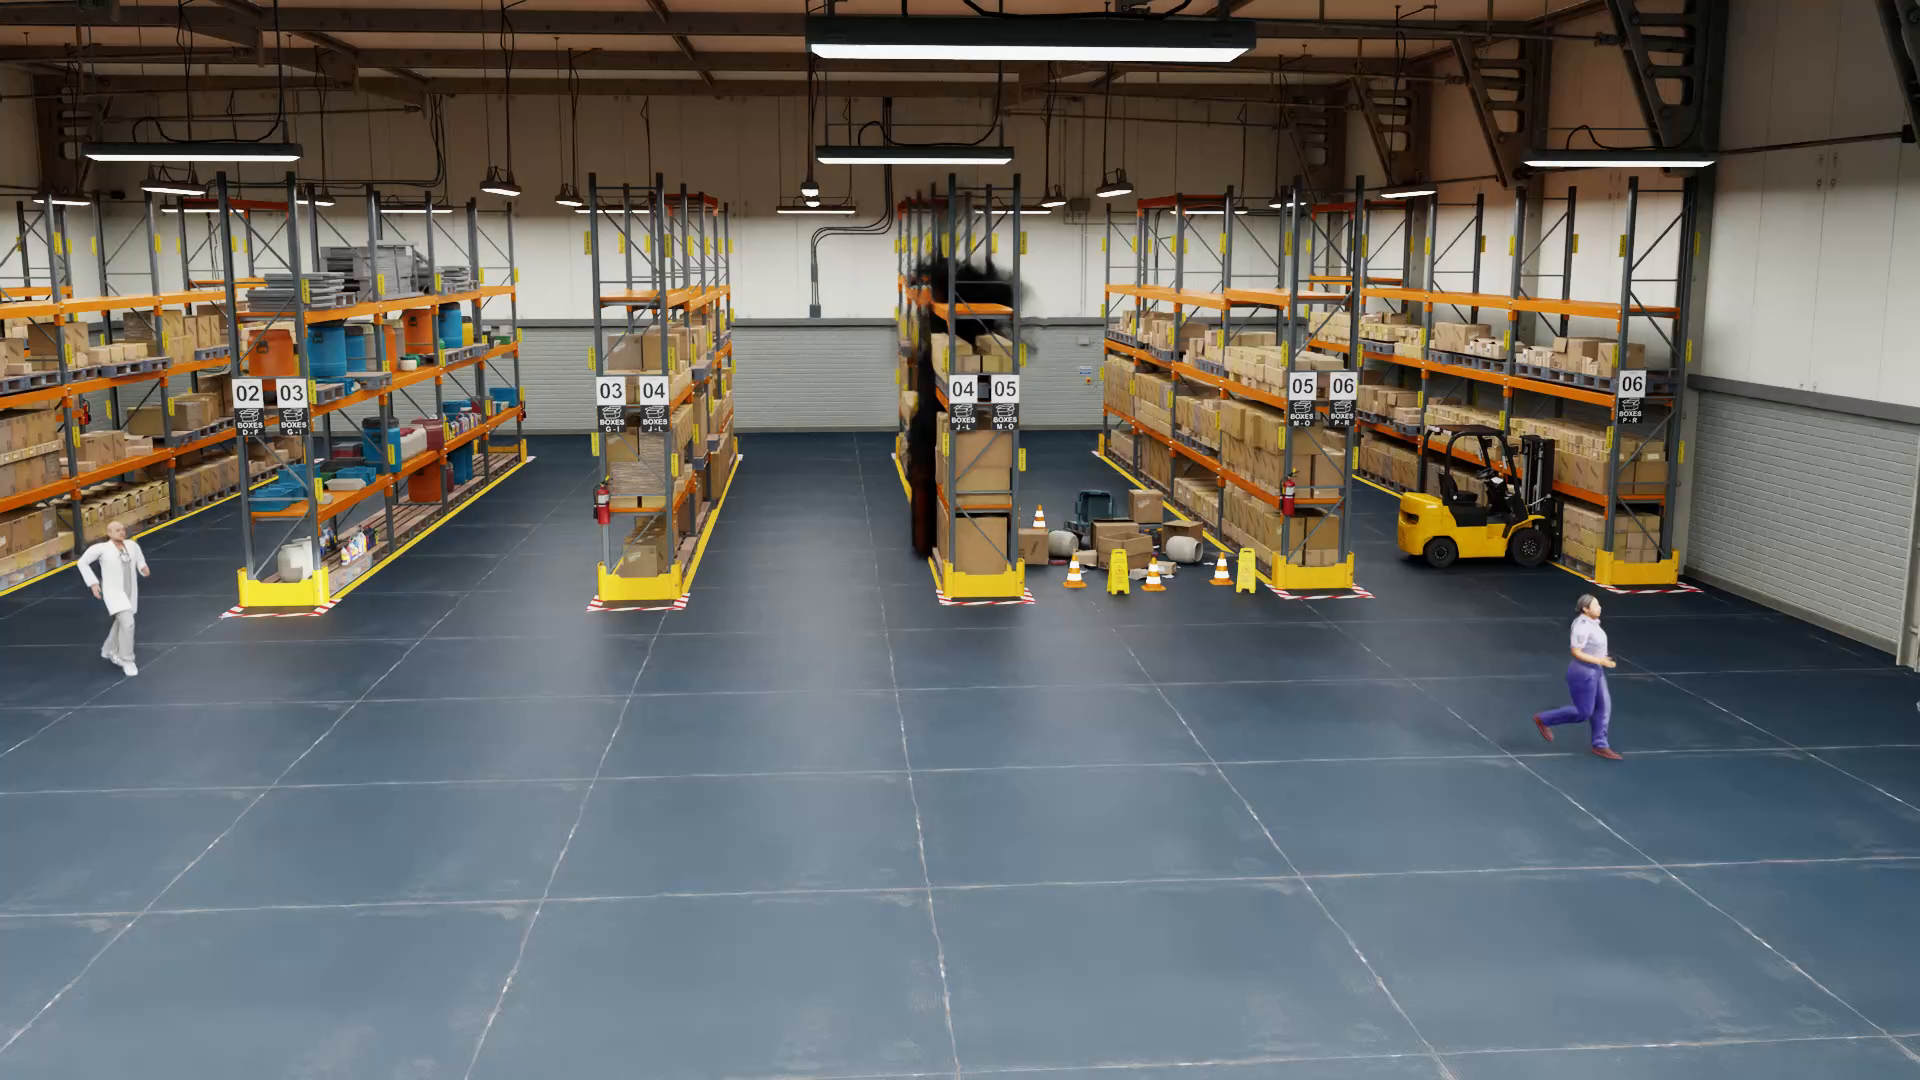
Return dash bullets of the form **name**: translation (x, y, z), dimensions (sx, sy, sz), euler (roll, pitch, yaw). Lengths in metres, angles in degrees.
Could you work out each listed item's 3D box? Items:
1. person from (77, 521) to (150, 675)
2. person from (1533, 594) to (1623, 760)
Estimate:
- **person**: translation (-9.998, 0.684, 19.806), dimensions (0.856, 1.849, 0.687), euler (4, 11, 24)
- **person**: translation (6.171, 1.339, 16.466), dimensions (0.837, 1.639, 0.607), euler (6, 12, 32)
